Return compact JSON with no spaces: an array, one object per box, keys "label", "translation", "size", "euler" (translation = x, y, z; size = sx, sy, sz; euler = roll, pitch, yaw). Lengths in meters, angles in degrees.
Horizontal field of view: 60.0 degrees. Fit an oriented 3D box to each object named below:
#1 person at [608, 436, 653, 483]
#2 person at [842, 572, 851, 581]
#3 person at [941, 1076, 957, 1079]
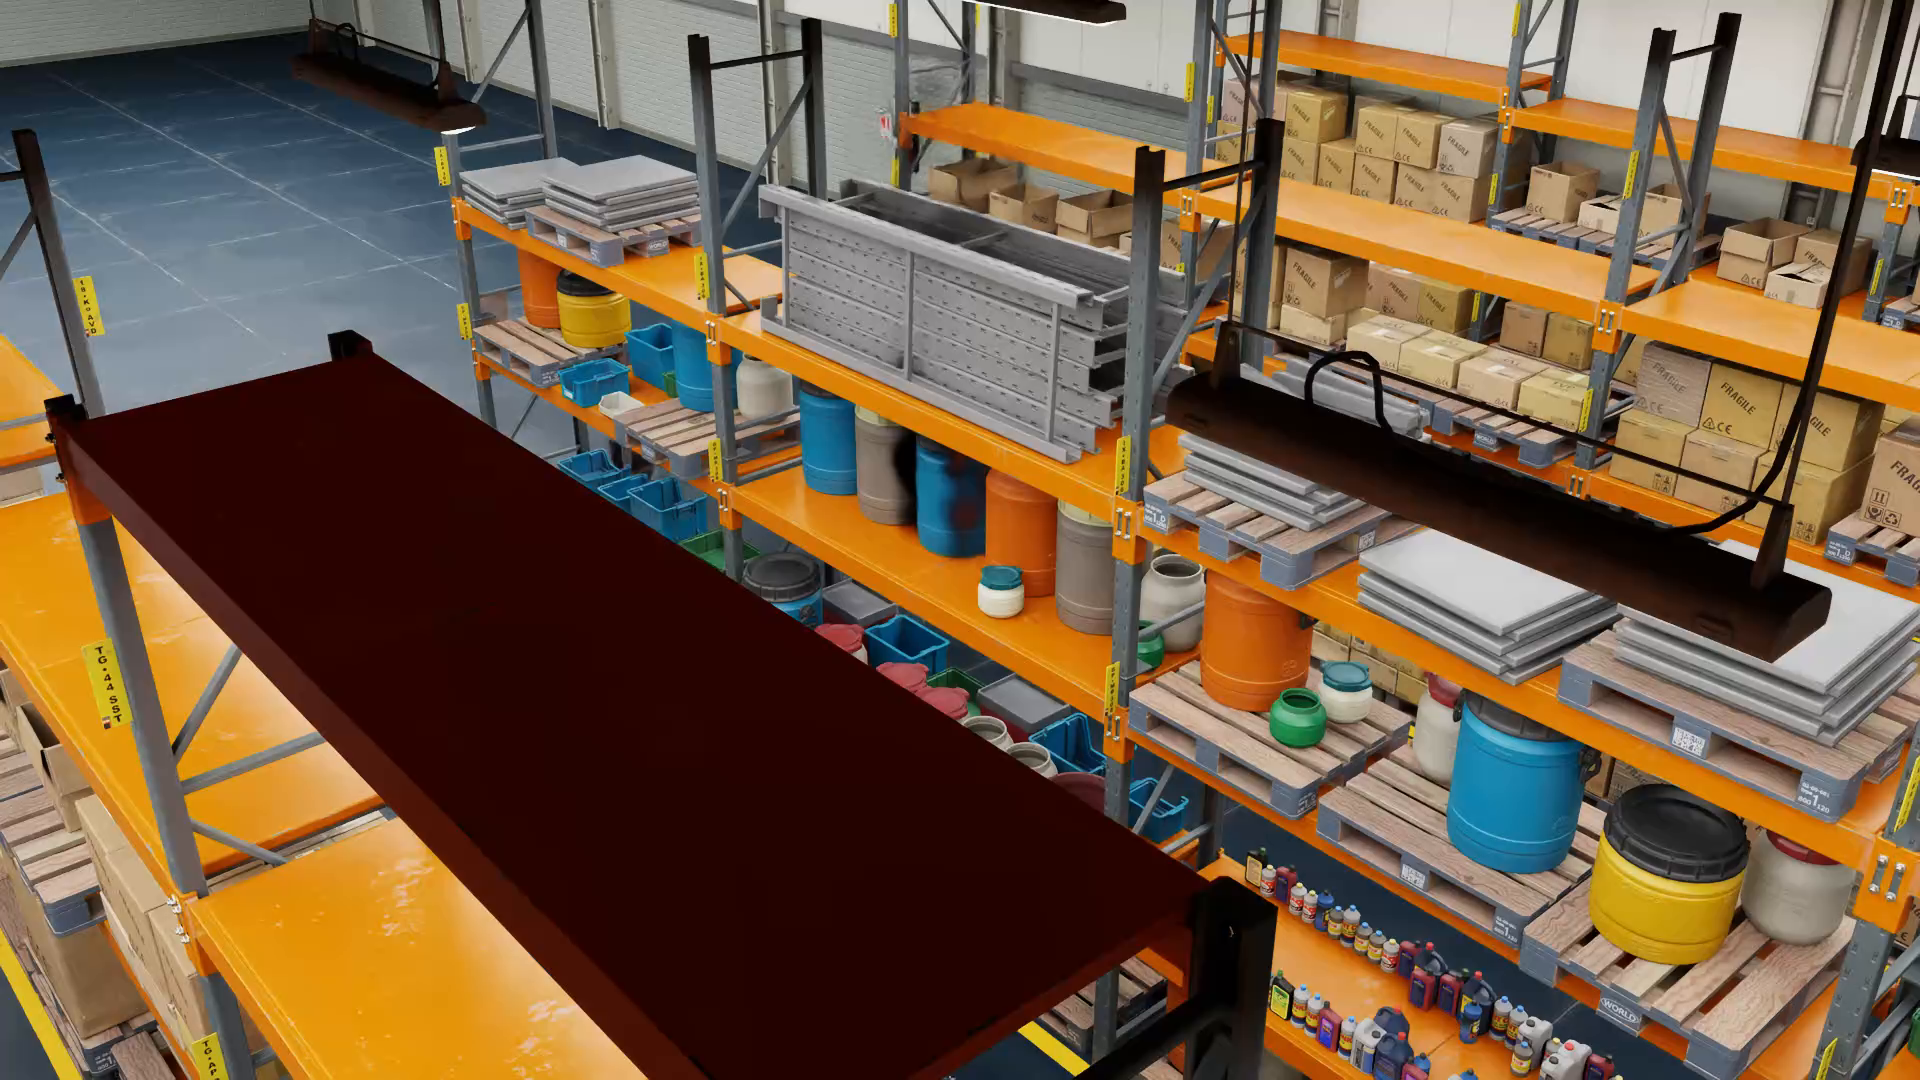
[{"label":"person","translation":[-3.341,-0.710,17.103],"size":[0.884,1.761,0.679],"euler":[14,30,25]},{"label":"person","translation":[-0.977,-0.054,15.774],"size":[0.907,1.682,0.554],"euler":[20,33,34]},{"label":"person","translation":[-0.070,3.492,8.838],"size":[0.941,1.651,0.607],"euler":[24,36,39]}]
